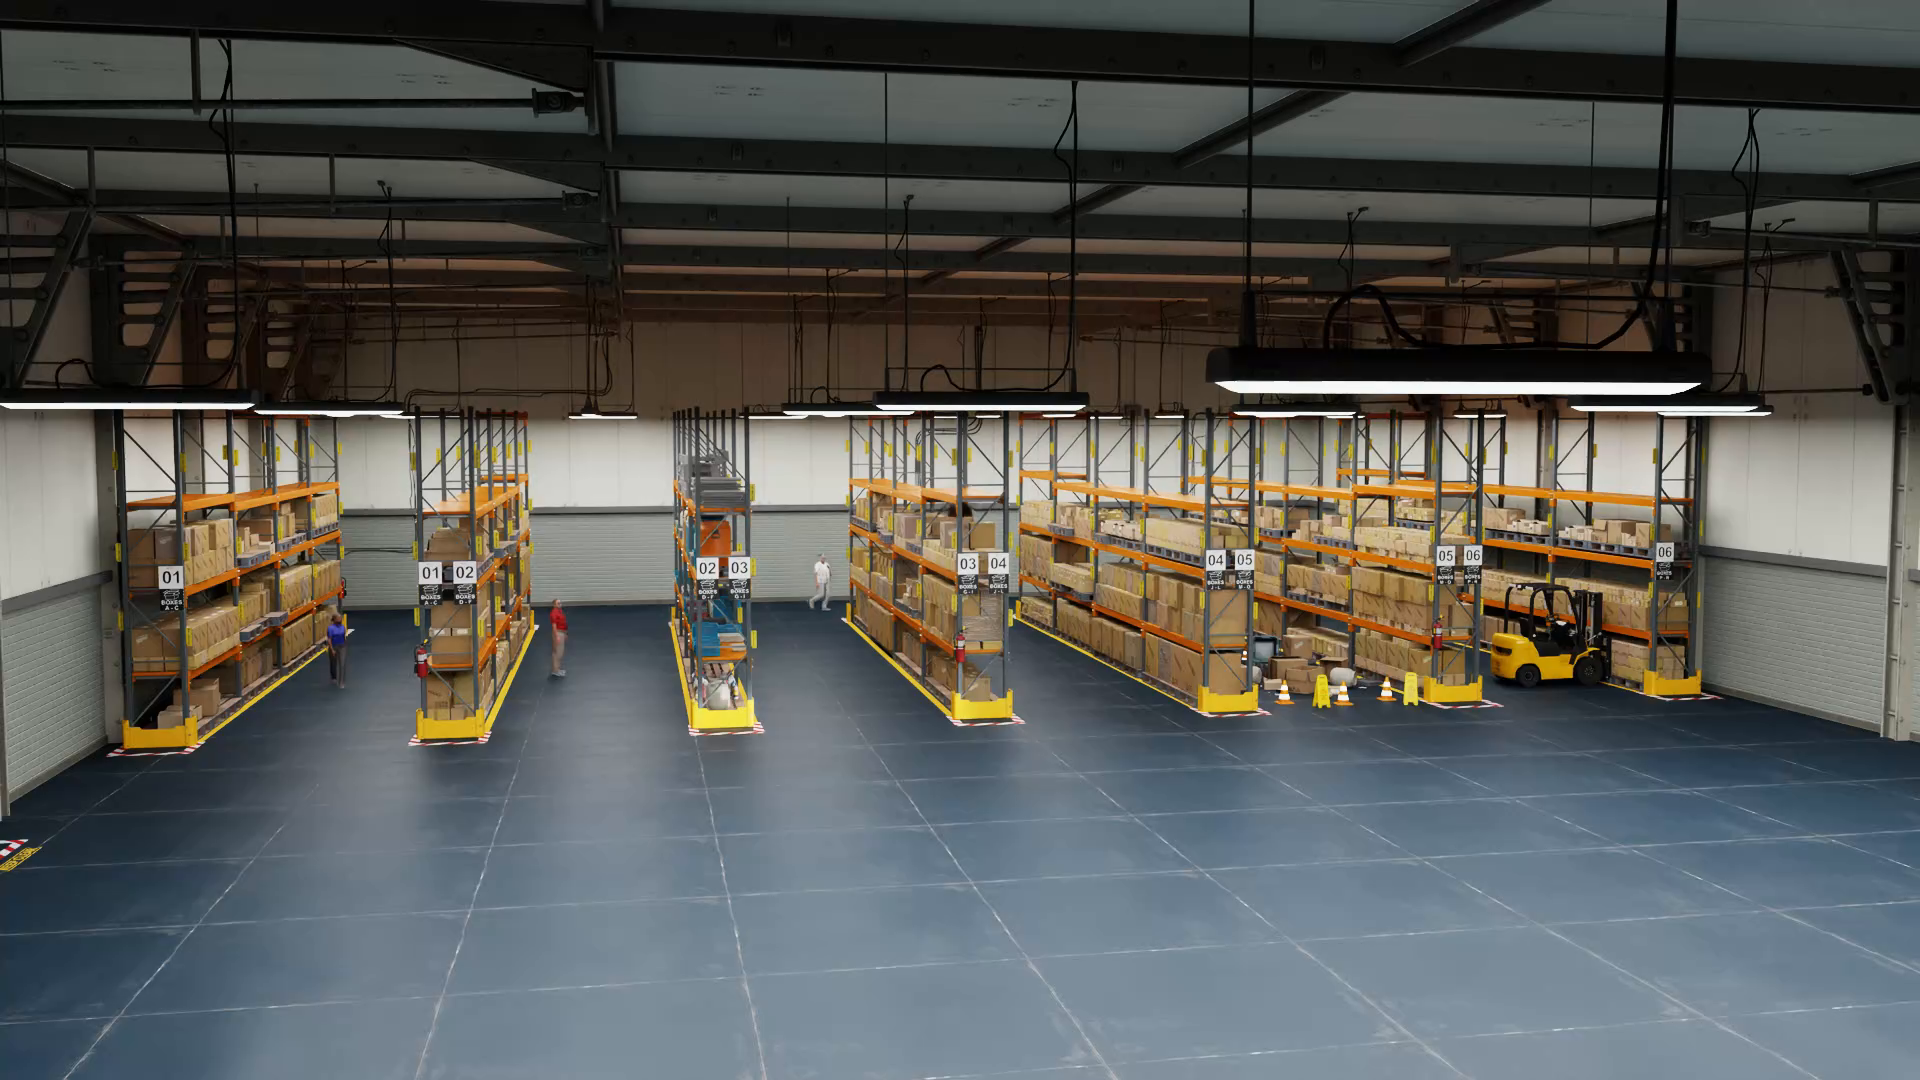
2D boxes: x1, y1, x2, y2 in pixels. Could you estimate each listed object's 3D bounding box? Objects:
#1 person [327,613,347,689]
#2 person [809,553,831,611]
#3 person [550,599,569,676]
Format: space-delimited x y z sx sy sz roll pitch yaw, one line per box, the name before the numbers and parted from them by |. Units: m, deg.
person | -13.416 2.401 35.822 0.394 1.555 0.964 -1 4 -18
person | -4.189 1.263 50.220 0.651 1.747 0.546 2 5 29
person | -9.067 2.208 37.645 0.407 1.764 0.565 -1 4 -13
